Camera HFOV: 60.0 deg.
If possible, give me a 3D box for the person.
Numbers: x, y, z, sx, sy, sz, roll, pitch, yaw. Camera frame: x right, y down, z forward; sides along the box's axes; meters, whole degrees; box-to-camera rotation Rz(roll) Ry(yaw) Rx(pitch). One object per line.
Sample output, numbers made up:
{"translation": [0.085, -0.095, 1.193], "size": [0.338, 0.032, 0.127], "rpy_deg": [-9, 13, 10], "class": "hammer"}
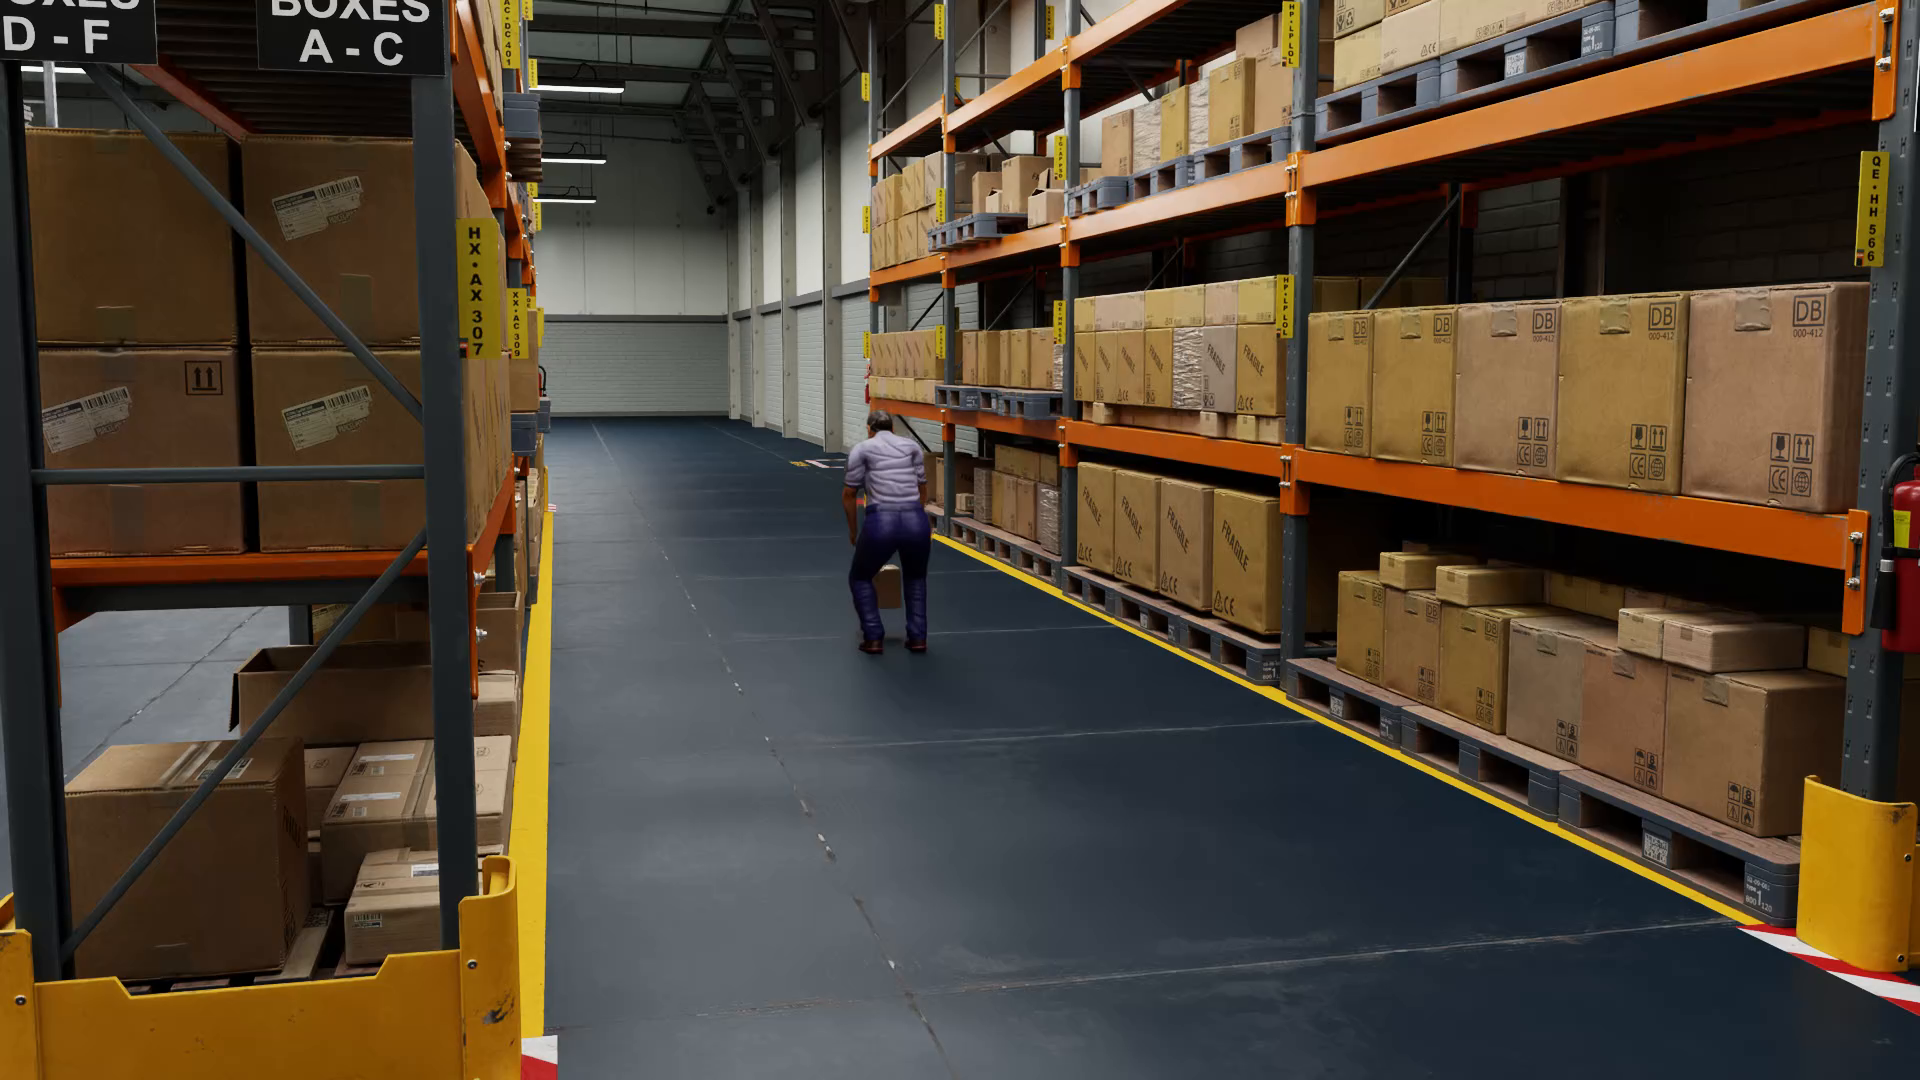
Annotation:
{"translation": [-0.444, -0.051, 10.111], "size": [0.528, 1.469, 0.573], "rpy_deg": [-1, 6, -13], "class": "person"}
